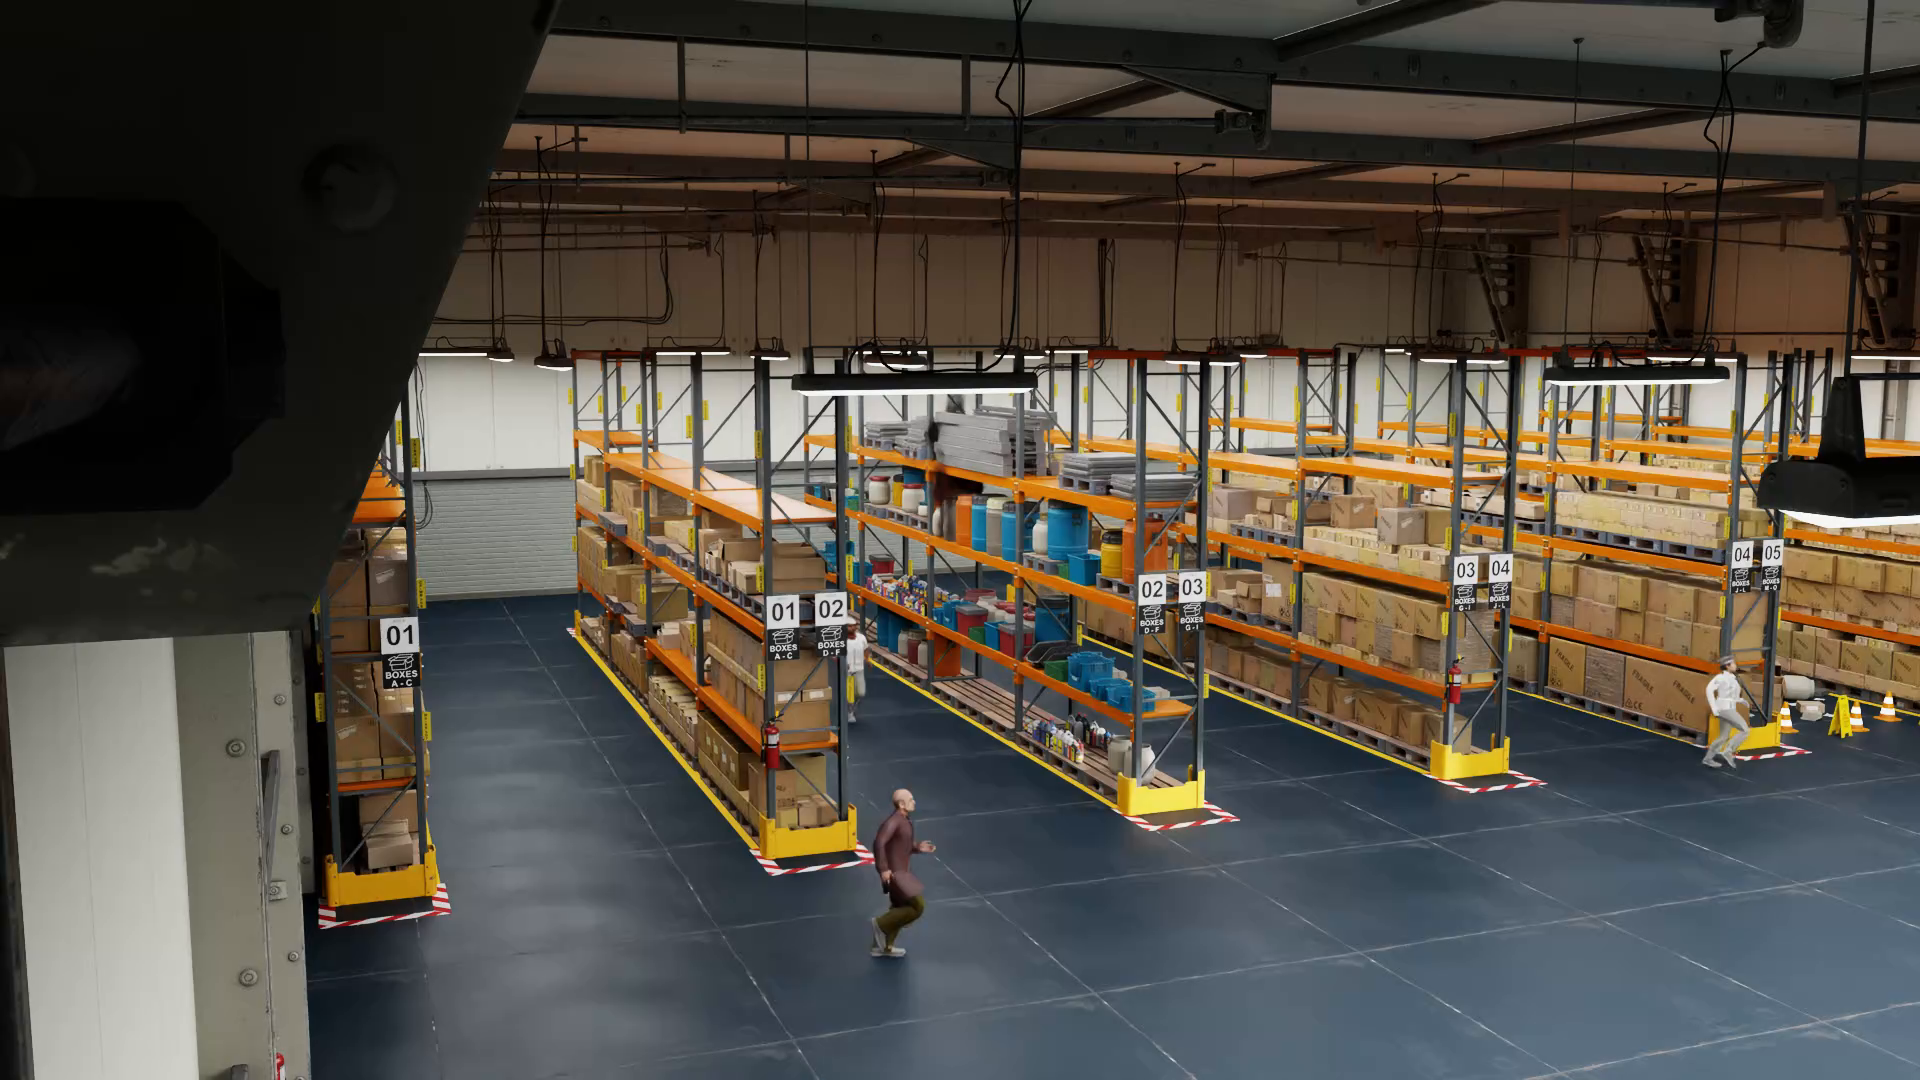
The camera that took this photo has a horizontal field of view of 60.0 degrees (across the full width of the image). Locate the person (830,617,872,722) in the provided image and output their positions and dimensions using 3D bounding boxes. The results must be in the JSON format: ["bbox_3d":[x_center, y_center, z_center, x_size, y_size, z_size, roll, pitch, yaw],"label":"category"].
[{"bbox_3d":[-1.762,2.115,27.116,0.700,1.723,0.583,-3,8,-22],"label":"person"}]

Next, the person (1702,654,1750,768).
[{"bbox_3d":[11.239,2.488,24.289,0.616,1.627,0.602,5,8,32],"label":"person"}]

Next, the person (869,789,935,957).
[{"bbox_3d":[-0.587,3.384,16.858,0.673,1.729,0.703,0,7,0],"label":"person"}]
